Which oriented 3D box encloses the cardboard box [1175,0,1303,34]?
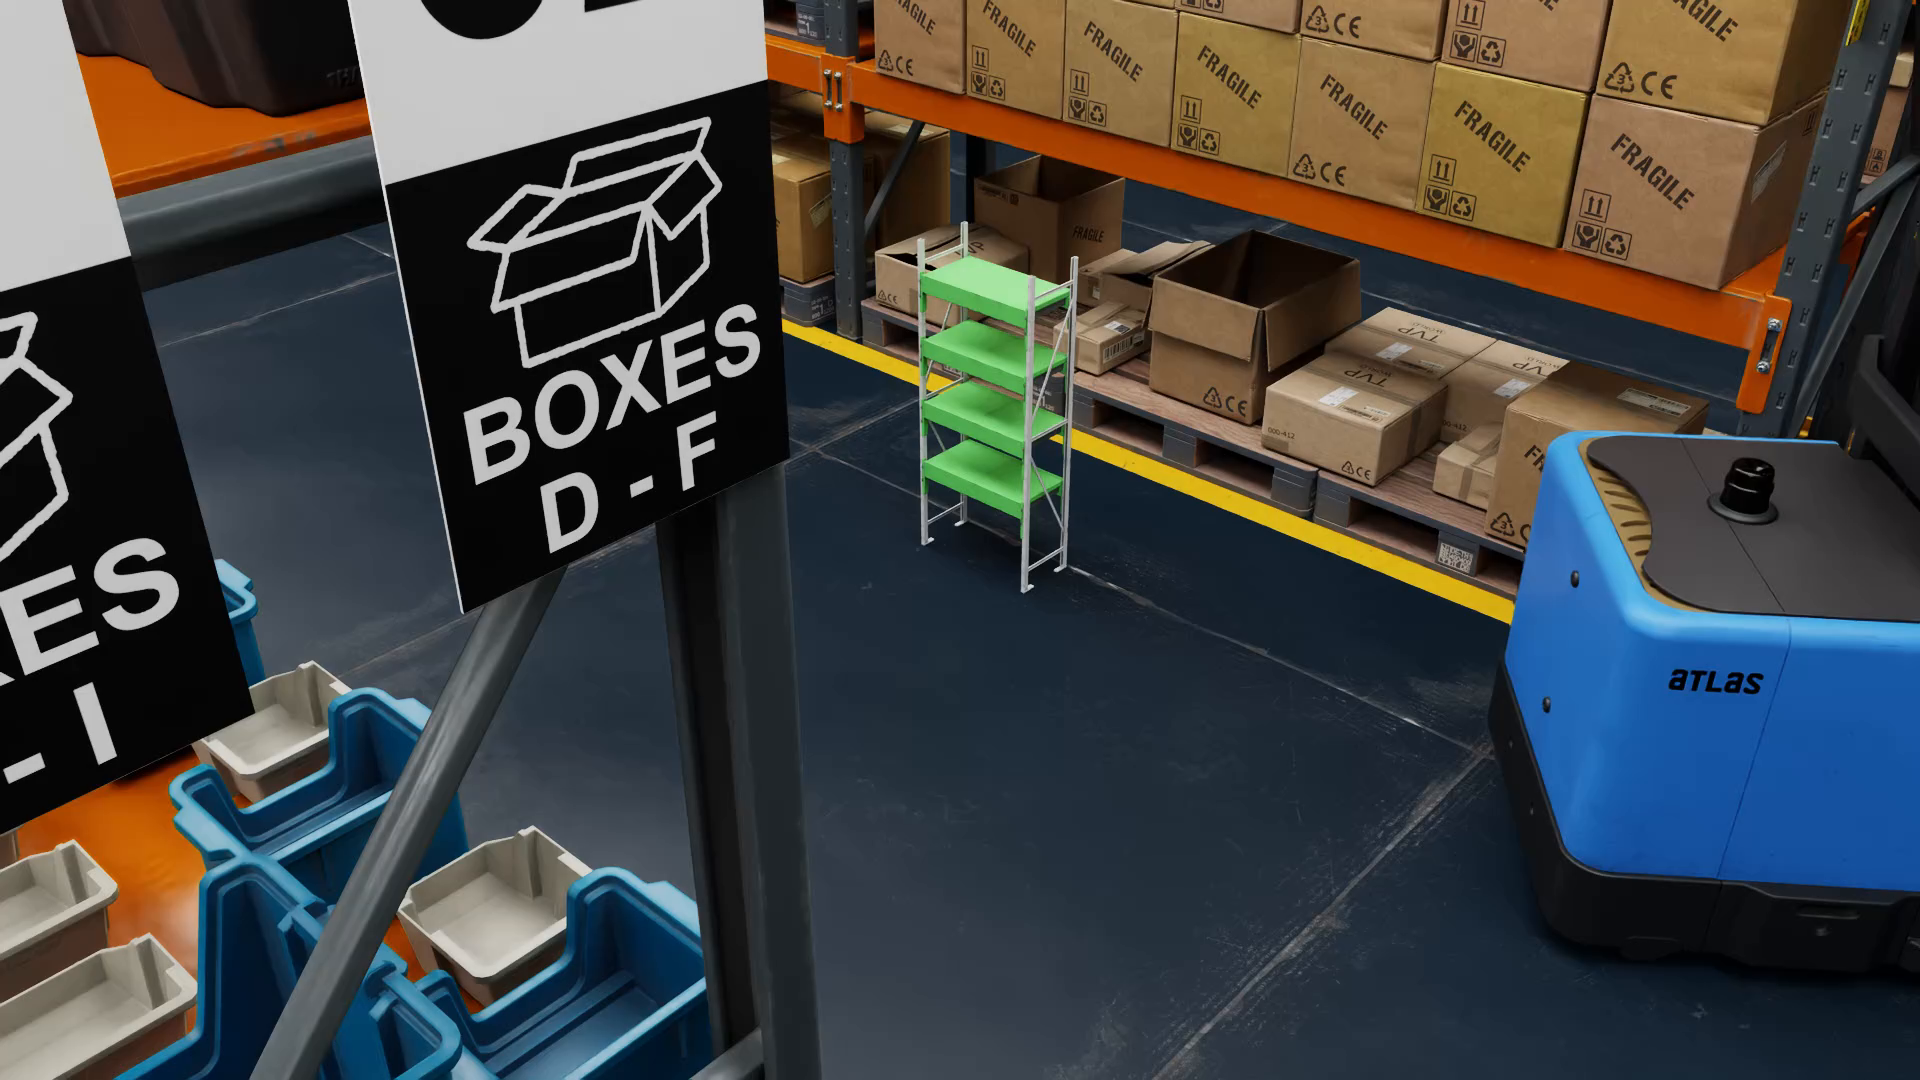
[{"bbox_3d":[1.106,-2.088,5.744,0.500,0.500,0.500,26,40,36],"label":"cardboard box"}]

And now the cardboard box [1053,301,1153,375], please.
[{"bbox_3d":[0.613,-0.873,7.113,0.250,0.166,0.380,25,39,35],"label":"cardboard box"}]

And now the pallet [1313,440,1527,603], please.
[{"bbox_3d":[2.116,-0.145,6.286,1.213,0.211,1.003,25,39,35],"label":"pallet"}]

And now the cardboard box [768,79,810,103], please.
[{"bbox_3d":[-1.138,-2.468,8.711,0.500,0.250,0.500,25,39,35],"label":"cardboard box"}]

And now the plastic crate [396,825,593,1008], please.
[{"bbox_3d":[-0.707,0.588,2.562,0.298,0.136,0.250,25,39,35],"label":"plastic crate"}]

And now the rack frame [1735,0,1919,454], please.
[{"bbox_3d":[2.764,-1.038,5.066,0.127,3.000,1.000,25,39,35],"label":"rack frame"}]

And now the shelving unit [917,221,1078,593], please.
[{"bbox_3d":[0.123,-0.457,5.845,0.503,1.200,0.258,25,39,35],"label":"shelving unit"}]

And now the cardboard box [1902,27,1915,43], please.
[{"bbox_3d":[5.350,-2.733,9.268,0.250,0.149,0.380,25,39,35],"label":"cardboard box"}]

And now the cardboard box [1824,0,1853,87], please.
[{"bbox_3d":[2.612,-1.764,5.205,0.500,0.500,0.500,26,40,36],"label":"cardboard box"}]

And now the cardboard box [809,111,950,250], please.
[{"bbox_3d":[-0.397,-1.800,8.329,0.500,0.500,0.500,23,38,33],"label":"cardboard box"}]

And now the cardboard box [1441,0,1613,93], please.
[{"bbox_3d":[1.875,-1.733,5.153,0.500,0.500,0.500,26,40,36],"label":"cardboard box"}]

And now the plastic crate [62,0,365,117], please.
[{"bbox_3d":[-0.661,-0.614,1.580,0.590,0.269,0.497,25,39,35],"label":"plastic crate"}]

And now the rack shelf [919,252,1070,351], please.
[{"bbox_3d":[0.123,-0.813,5.631,0.480,0.148,0.258,25,39,35],"label":"rack shelf"}]

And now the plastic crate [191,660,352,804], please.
[{"bbox_3d":[-1.210,0.353,2.952,0.298,0.136,0.250,25,39,35],"label":"plastic crate"}]

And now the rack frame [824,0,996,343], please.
[{"bbox_3d":[-0.202,-2.422,7.365,0.127,3.000,1.000,25,39,35],"label":"rack frame"}]

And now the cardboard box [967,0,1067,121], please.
[{"bbox_3d":[0.375,-2.009,6.581,0.500,0.500,0.500,26,40,36],"label":"cardboard box"}]

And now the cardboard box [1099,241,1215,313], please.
[{"bbox_3d":[0.967,-1.111,7.367,0.500,0.311,0.500,25,39,35],"label":"cardboard box"}]

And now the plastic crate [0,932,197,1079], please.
[{"bbox_3d":[-1.289,0.729,2.328,0.243,0.136,0.396,25,39,35],"label":"plastic crate"}]

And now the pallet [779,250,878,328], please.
[{"bbox_3d":[-0.830,-1.495,8.528,1.213,0.211,1.003,25,39,35],"label":"pallet"}]

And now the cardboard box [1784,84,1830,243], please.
[{"bbox_3d":[2.612,-1.335,5.463,0.500,0.500,0.500,26,40,36],"label":"cardboard box"}]

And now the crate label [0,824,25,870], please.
[{"bbox_3d":[-1.717,0.536,2.648,0.243,0.136,0.396,25,39,35],"label":"crate label"}]

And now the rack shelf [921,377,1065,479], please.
[{"bbox_3d":[0.123,-0.402,5.878,0.480,0.148,0.258,25,39,35],"label":"rack shelf"}]

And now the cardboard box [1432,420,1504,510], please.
[{"bbox_3d":[1.956,-0.281,6.129,0.250,0.166,0.380,25,39,35],"label":"cardboard box"}]

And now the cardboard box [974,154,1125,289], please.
[{"bbox_3d":[0.411,-1.451,7.749,0.500,0.500,0.500,25,39,35],"label":"cardboard box"}]

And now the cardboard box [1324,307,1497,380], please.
[{"bbox_3d":[1.810,-0.691,6.729,0.500,0.250,0.500,25,39,35],"label":"cardboard box"}]

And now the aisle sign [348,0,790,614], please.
[{"bbox_3d":[-0.310,-0.347,1.398,0.004,0.787,0.394,25,39,35],"label":"aisle sign"}]

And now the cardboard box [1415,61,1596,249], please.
[{"bbox_3d":[1.863,-1.310,5.421,0.500,0.500,0.500,25,39,35],"label":"cardboard box"}]

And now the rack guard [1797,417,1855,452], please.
[{"bbox_3d":[2.708,0.007,5.754,0.348,0.500,1.175,25,39,35],"label":"rack guard"}]

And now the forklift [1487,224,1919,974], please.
[{"bbox_3d":[3.106,-0.335,3.965,3.031,2.935,1.130,3,31,5],"label":"forklift"}]

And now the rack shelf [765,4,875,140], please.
[{"bbox_3d":[-1.684,-2.806,8.701,4.000,0.370,1.077,25,39,35],"label":"rack shelf"}]

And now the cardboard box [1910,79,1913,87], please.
[{"bbox_3d":[5.282,-2.499,8.881,0.250,0.149,0.380,25,39,35],"label":"cardboard box"}]

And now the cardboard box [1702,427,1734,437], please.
[{"bbox_3d":[2.684,-0.281,6.147,0.250,0.149,0.380,25,39,35],"label":"cardboard box"}]

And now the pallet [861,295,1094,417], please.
[{"bbox_3d":[0.307,-0.989,7.689,1.213,0.211,1.003,25,39,35],"label":"pallet"}]

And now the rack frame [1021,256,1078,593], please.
[{"bbox_3d":[0.304,-0.372,5.705,0.015,1.200,0.240,25,39,35],"label":"rack frame"}]

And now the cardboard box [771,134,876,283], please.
[{"bbox_3d":[-0.760,-1.601,7.998,0.500,0.500,0.500,25,39,35],"label":"cardboard box"}]

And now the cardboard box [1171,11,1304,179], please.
[{"bbox_3d":[1.123,-1.659,6.001,0.500,0.500,0.500,24,39,34],"label":"cardboard box"}]
